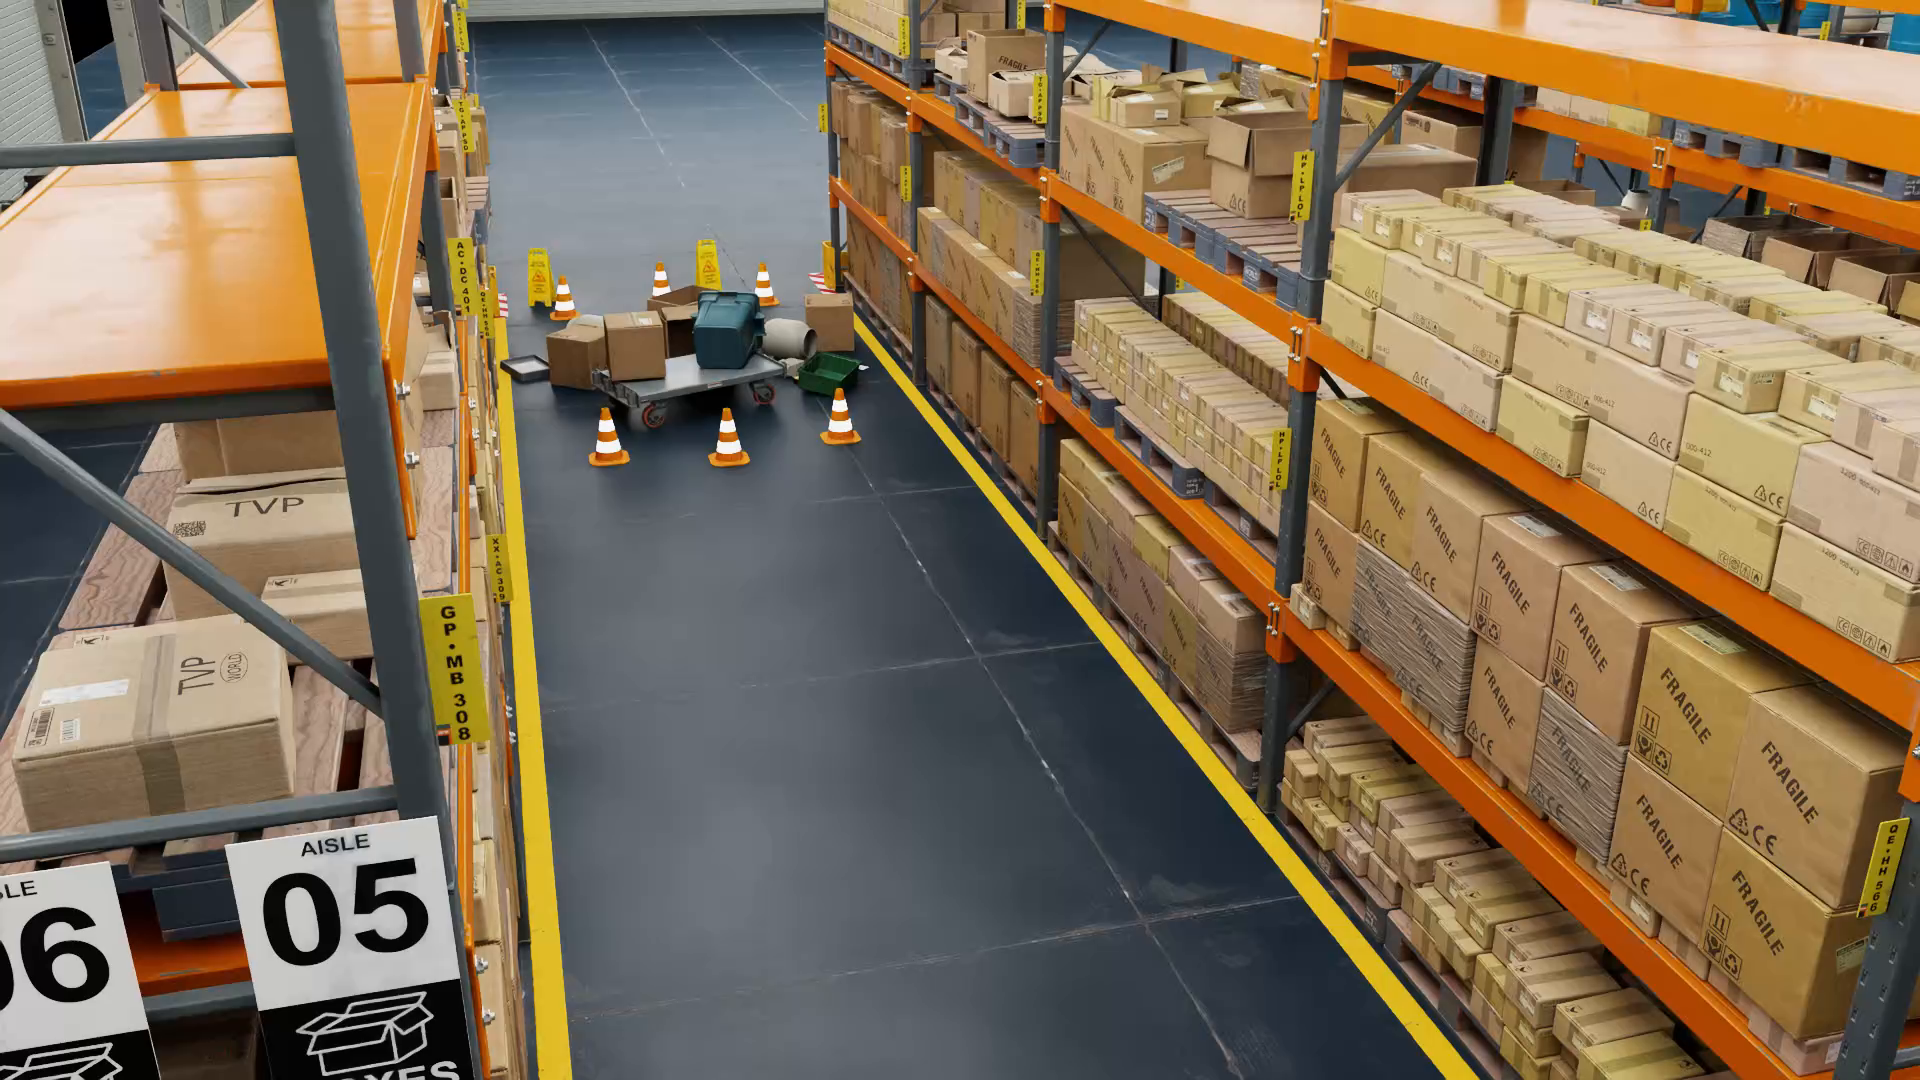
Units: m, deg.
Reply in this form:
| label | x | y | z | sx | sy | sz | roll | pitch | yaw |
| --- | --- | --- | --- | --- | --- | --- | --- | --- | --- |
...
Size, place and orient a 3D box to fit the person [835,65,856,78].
| label | x | y | z | sx | sy | sz | roll | pitch | yaw |
| --- | --- | --- | --- | --- | --- | --- | --- | --- | --- |
| person | -0.713 | -0.567 | 8.920 | 13.080 | 2.337 | 18.705 | -17 | 28 | -34 |
